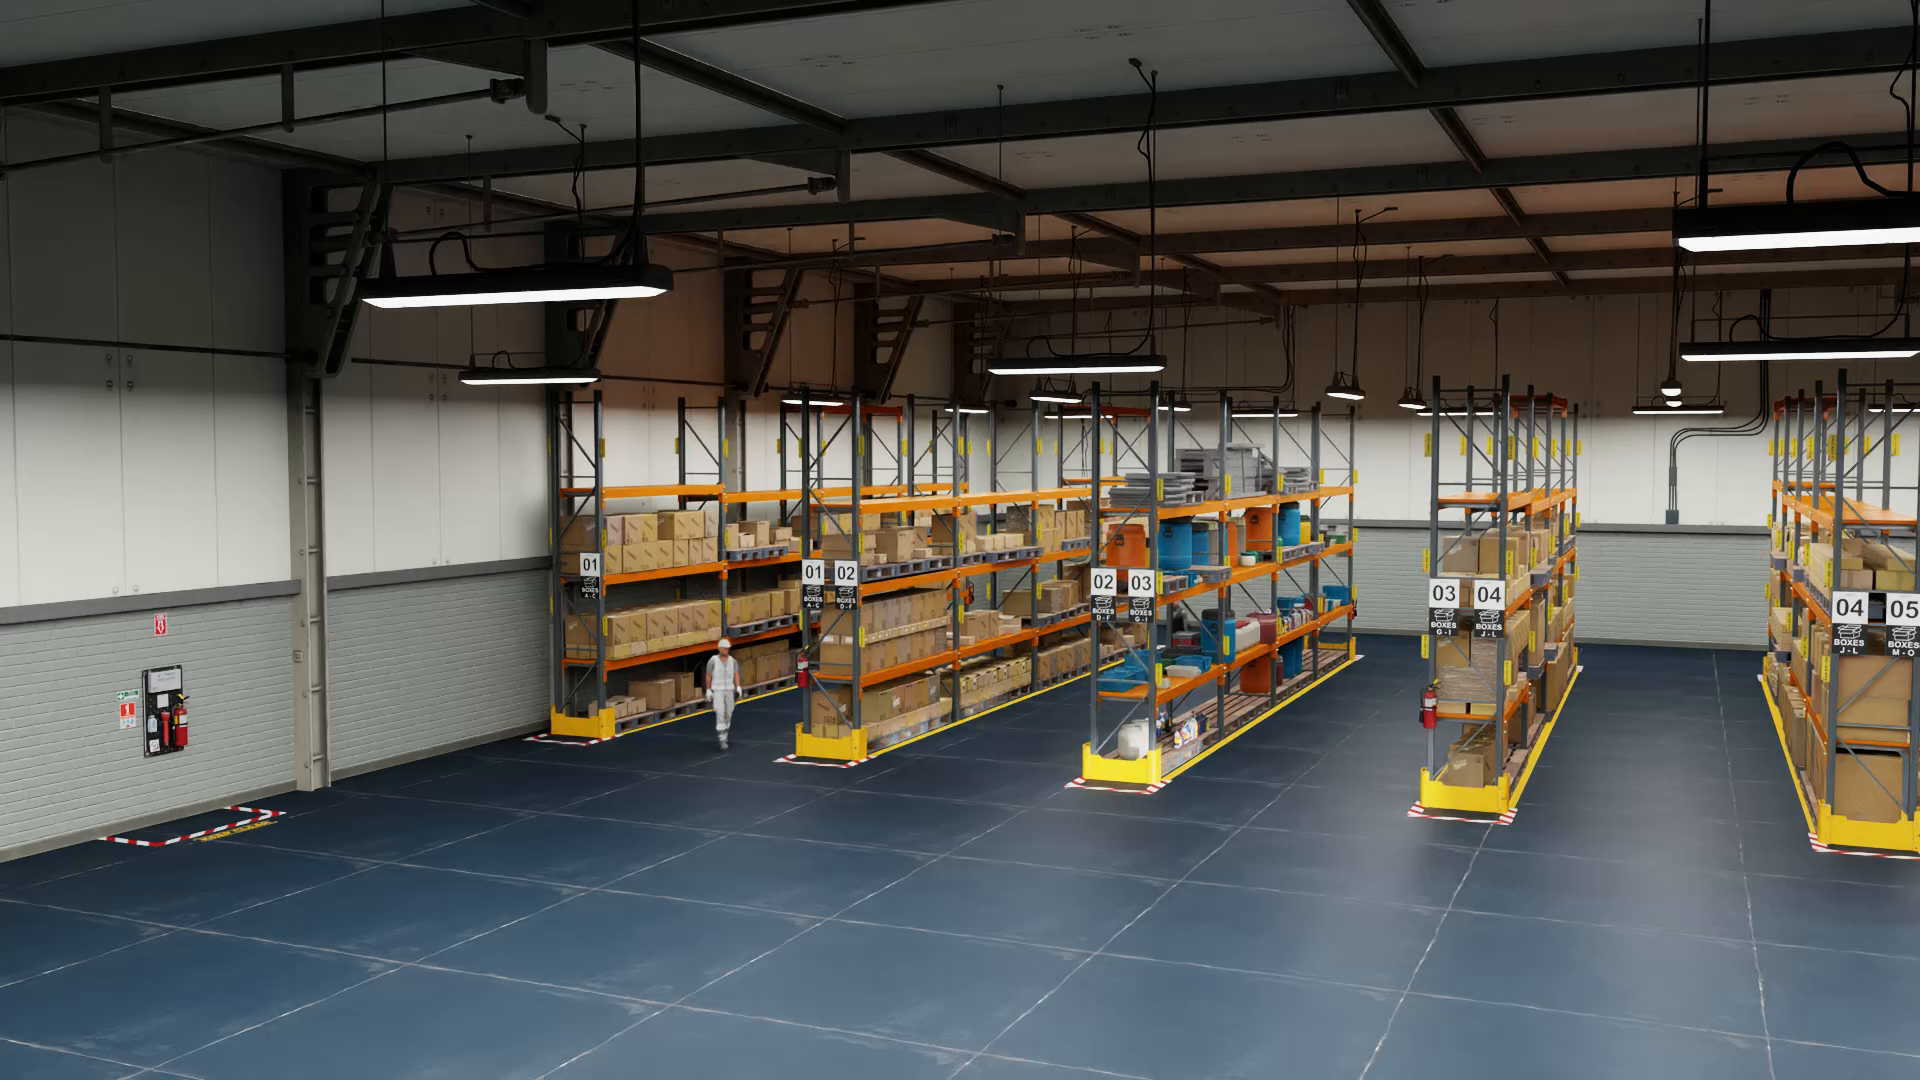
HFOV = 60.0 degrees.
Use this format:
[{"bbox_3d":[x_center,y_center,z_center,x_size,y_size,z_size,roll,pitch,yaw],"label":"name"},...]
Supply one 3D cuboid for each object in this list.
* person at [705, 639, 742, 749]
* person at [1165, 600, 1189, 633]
[{"bbox_3d":[-3.931,2.581,27.961,0.558,1.786,0.796,-2,4,-30],"label":"person"},{"bbox_3d":[4.857,2.105,37.153,0.538,1.681,0.929,1,3,20],"label":"person"}]
